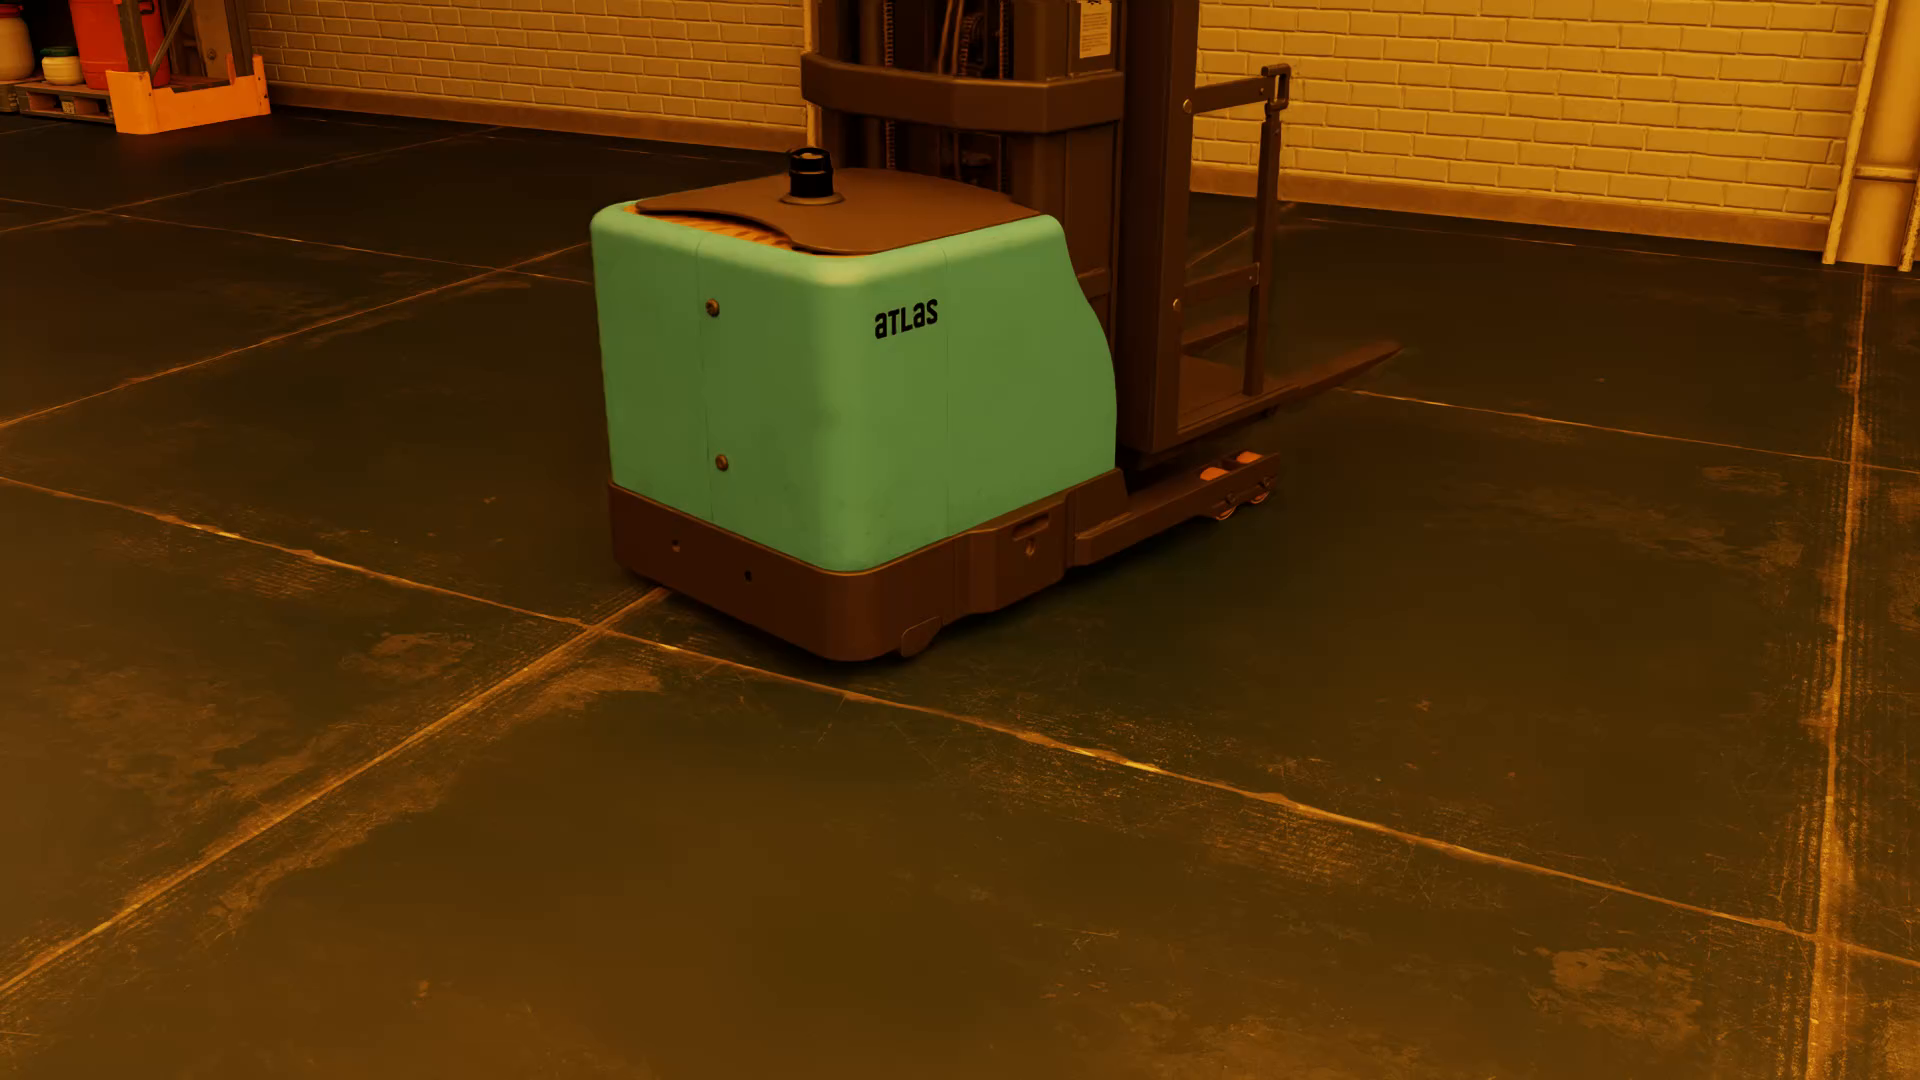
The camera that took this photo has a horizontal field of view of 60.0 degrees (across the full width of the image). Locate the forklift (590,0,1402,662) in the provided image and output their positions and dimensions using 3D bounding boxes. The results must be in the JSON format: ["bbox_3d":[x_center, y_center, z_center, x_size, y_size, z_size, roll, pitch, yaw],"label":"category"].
[{"bbox_3d":[0.378,-1.531,4.923,1.130,2.935,3.031,20,30,39],"label":"forklift"}]
